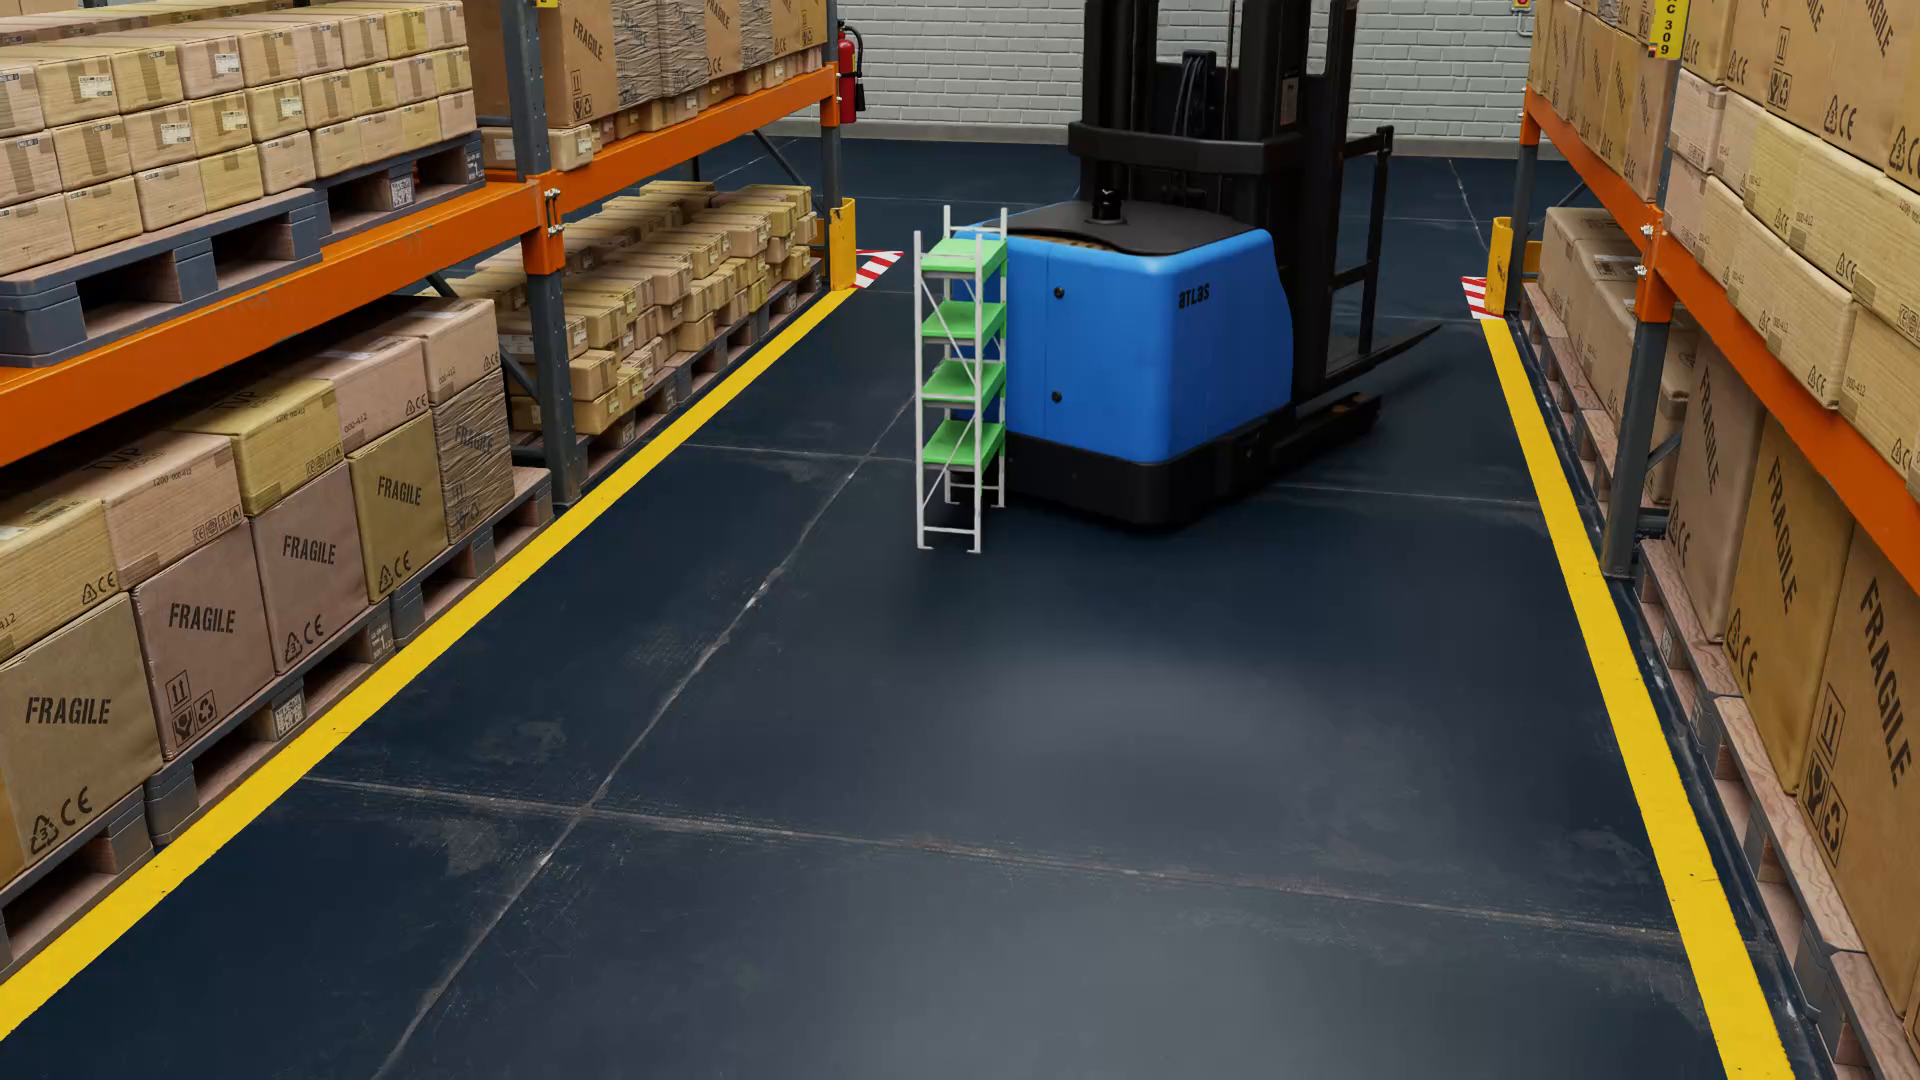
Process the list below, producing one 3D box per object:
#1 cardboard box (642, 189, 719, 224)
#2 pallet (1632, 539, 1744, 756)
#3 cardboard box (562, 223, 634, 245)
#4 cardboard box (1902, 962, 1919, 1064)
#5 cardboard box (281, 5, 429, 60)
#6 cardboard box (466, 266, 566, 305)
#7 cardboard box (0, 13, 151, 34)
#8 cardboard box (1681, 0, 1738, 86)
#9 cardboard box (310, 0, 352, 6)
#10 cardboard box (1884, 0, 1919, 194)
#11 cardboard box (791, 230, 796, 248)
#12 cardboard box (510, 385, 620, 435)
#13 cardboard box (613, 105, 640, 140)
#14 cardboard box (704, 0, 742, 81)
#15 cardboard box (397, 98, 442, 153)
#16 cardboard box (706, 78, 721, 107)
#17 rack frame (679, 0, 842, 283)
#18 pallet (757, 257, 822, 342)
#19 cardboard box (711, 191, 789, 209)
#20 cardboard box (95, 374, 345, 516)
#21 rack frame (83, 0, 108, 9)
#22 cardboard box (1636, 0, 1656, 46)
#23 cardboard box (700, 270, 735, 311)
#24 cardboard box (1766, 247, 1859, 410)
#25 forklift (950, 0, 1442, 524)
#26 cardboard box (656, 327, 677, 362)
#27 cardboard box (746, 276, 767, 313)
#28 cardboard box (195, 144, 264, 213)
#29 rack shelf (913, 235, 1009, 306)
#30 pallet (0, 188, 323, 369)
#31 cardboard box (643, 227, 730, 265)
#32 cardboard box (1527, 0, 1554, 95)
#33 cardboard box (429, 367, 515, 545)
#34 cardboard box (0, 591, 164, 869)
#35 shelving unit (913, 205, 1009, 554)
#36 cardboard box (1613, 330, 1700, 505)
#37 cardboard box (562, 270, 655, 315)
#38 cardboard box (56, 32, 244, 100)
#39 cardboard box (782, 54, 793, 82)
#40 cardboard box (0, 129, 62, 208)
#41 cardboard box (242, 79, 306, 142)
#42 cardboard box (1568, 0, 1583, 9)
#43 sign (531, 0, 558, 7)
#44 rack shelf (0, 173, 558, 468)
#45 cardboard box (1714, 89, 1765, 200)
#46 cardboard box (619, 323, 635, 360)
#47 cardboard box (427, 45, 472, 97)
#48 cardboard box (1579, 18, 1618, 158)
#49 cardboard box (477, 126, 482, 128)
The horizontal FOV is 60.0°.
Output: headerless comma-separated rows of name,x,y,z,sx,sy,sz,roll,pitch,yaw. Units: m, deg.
cardboard box,-1.603,-1.911,9.541,0.380,0.149,0.250,5,22,12
pallet,2.742,0.346,5.211,1.003,0.211,1.213,4,22,11
cardboard box,-1.914,-1.538,8.615,0.380,0.149,0.250,5,22,12
cardboard box,2.231,0.772,2.703,0.875,0.875,0.875,4,22,10
cardboard box,-1.986,-1.670,5.462,0.380,0.149,0.250,4,22,9
cardboard box,-2.037,-1.151,7.654,0.380,0.149,0.250,5,23,13
cardboard box,-2.731,-1.534,5.124,0.380,0.149,0.250,4,22,10
cardboard box,2.454,-1.606,4.855,0.500,0.500,0.500,5,22,12
cardboard box,-2.219,-1.958,6.669,0.500,0.500,0.500,4,22,11
cardboard box,2.063,-0.861,3.004,0.500,0.500,0.500,4,22,11
cardboard box,-1.159,-1.743,9.521,0.380,0.149,0.250,4,22,10
cardboard box,-1.652,-0.557,6.974,0.380,0.149,0.250,3,22,9
cardboard box,-1.619,-1.838,7.239,0.380,0.149,0.250,3,22,9
cardboard box,-1.381,-2.483,7.972,0.500,0.500,0.500,6,23,14
cardboard box,-1.981,-1.398,5.585,0.380,0.149,0.250,5,22,11
cardboard box,-1.402,-2.218,8.183,0.380,0.149,0.250,5,22,12
rack frame,-1.225,-3.038,9.883,1.000,3.000,0.127,4,22,11
pallet,-1.441,-1.423,9.604,1.003,0.211,1.213,4,22,11
cardboard box,-1.192,-1.886,9.480,0.380,0.149,0.250,5,22,12
cardboard box,-2.158,-0.286,4.828,0.500,0.250,0.500,3,22,9
rack frame,-6.060,-3.453,10.913,1.000,3.000,0.127,4,22,11
cardboard box,2.651,-1.939,5.681,0.500,0.500,0.500,4,22,10
cardboard box,-1.350,-1.258,8.319,0.380,0.149,0.250,5,22,11
cardboard box,2.142,-0.467,3.699,0.500,0.250,0.500,4,22,10
forklift,1.265,-1.901,7.150,1.130,2.935,3.031,17,27,35
cardboard box,-1.575,-0.946,7.942,0.380,0.149,0.250,4,22,9
cardboard box,-1.248,-1.321,8.873,0.380,0.149,0.250,3,22,9
cardboard box,-2.191,-1.017,4.637,0.380,0.149,0.250,5,23,13
rack shelf,0.008,-0.992,6.096,0.258,0.148,0.480,4,22,11
pallet,-2.493,-0.751,4.459,1.003,0.211,1.213,4,22,11
cardboard box,-1.398,-1.502,8.525,0.380,0.149,0.250,4,22,9
cardboard box,3.263,-2.591,8.637,0.500,0.500,0.500,4,22,10
cardboard box,-1.946,-0.321,5.919,0.500,0.500,0.500,4,22,10
cardboard box,-2.364,0.429,4.058,0.500,0.500,0.500,5,22,12
shelving unit,0.008,-0.606,6.251,0.258,1.200,0.503,4,22,11
cardboard box,3.059,-0.463,6.355,0.875,0.438,0.875,4,22,10
cardboard box,-1.619,-1.124,7.586,0.380,0.149,0.250,4,22,10
cardboard box,-2.199,-1.291,4.523,0.380,0.149,0.250,3,22,9
cardboard box,-1.139,-2.600,9.131,0.380,0.149,0.250,4,22,10
cardboard box,-2.355,-0.871,3.877,0.380,0.149,0.250,4,22,11
cardboard box,-2.141,-1.249,4.815,0.380,0.149,0.250,3,22,8
cardboard box,3.069,-2.676,7.511,0.500,0.500,0.500,4,22,11
sign,-1.497,-2.072,5.932,0.100,0.325,0.005,4,22,11
rack shelf,-2.449,-0.510,4.569,1.077,0.370,4.000,4,22,11
cardboard box,2.381,-1.065,4.515,0.500,0.250,0.500,5,22,12
cardboard box,-1.676,-0.885,7.392,0.380,0.149,0.250,4,22,11
cardboard box,-1.929,-1.631,5.765,0.380,0.149,0.250,5,23,13
cardboard box,2.858,-1.844,6.784,0.500,0.500,0.500,4,22,10
cardboard box,-2.153,-1.777,7.087,0.380,0.149,0.250,5,23,13
